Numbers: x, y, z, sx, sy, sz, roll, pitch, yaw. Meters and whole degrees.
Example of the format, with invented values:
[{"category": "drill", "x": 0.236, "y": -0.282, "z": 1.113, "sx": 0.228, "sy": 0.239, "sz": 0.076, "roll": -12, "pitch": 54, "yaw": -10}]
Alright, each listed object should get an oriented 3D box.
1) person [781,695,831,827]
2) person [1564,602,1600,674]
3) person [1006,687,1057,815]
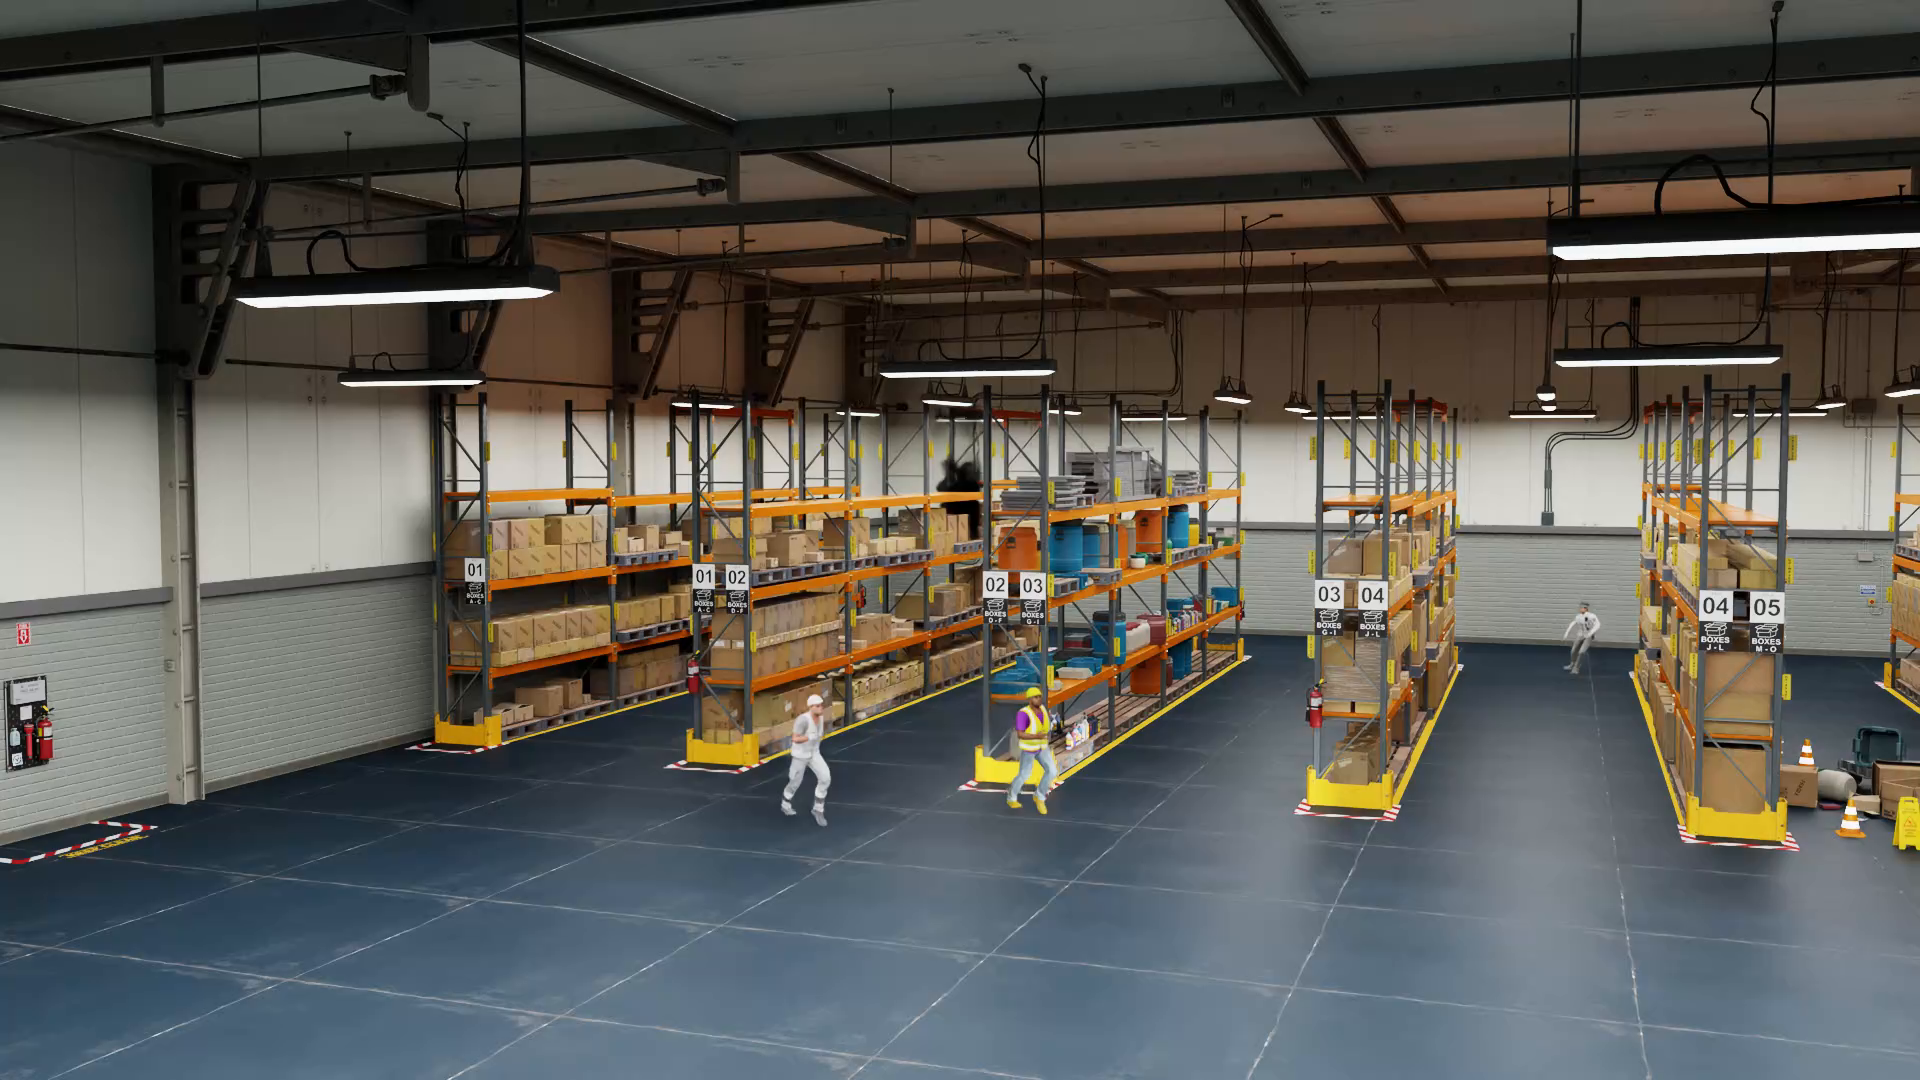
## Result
[{"category": "person", "x": -2.086, "y": 2.936, "z": 22.319, "sx": 0.644, "sy": 1.775, "sz": 0.959, "roll": -3, "pitch": 4, "yaw": -43}, {"category": "person", "x": 13.969, "y": 2.198, "z": 37.528, "sx": 0.632, "sy": 1.624, "sz": 0.881, "roll": -2, "pitch": 4, "yaw": -36}, {"category": "person", "x": 1.027, "y": 2.898, "z": 22.940, "sx": 0.703, "sy": 1.769, "sz": 0.866, "roll": -2, "pitch": 4, "yaw": -37}]
